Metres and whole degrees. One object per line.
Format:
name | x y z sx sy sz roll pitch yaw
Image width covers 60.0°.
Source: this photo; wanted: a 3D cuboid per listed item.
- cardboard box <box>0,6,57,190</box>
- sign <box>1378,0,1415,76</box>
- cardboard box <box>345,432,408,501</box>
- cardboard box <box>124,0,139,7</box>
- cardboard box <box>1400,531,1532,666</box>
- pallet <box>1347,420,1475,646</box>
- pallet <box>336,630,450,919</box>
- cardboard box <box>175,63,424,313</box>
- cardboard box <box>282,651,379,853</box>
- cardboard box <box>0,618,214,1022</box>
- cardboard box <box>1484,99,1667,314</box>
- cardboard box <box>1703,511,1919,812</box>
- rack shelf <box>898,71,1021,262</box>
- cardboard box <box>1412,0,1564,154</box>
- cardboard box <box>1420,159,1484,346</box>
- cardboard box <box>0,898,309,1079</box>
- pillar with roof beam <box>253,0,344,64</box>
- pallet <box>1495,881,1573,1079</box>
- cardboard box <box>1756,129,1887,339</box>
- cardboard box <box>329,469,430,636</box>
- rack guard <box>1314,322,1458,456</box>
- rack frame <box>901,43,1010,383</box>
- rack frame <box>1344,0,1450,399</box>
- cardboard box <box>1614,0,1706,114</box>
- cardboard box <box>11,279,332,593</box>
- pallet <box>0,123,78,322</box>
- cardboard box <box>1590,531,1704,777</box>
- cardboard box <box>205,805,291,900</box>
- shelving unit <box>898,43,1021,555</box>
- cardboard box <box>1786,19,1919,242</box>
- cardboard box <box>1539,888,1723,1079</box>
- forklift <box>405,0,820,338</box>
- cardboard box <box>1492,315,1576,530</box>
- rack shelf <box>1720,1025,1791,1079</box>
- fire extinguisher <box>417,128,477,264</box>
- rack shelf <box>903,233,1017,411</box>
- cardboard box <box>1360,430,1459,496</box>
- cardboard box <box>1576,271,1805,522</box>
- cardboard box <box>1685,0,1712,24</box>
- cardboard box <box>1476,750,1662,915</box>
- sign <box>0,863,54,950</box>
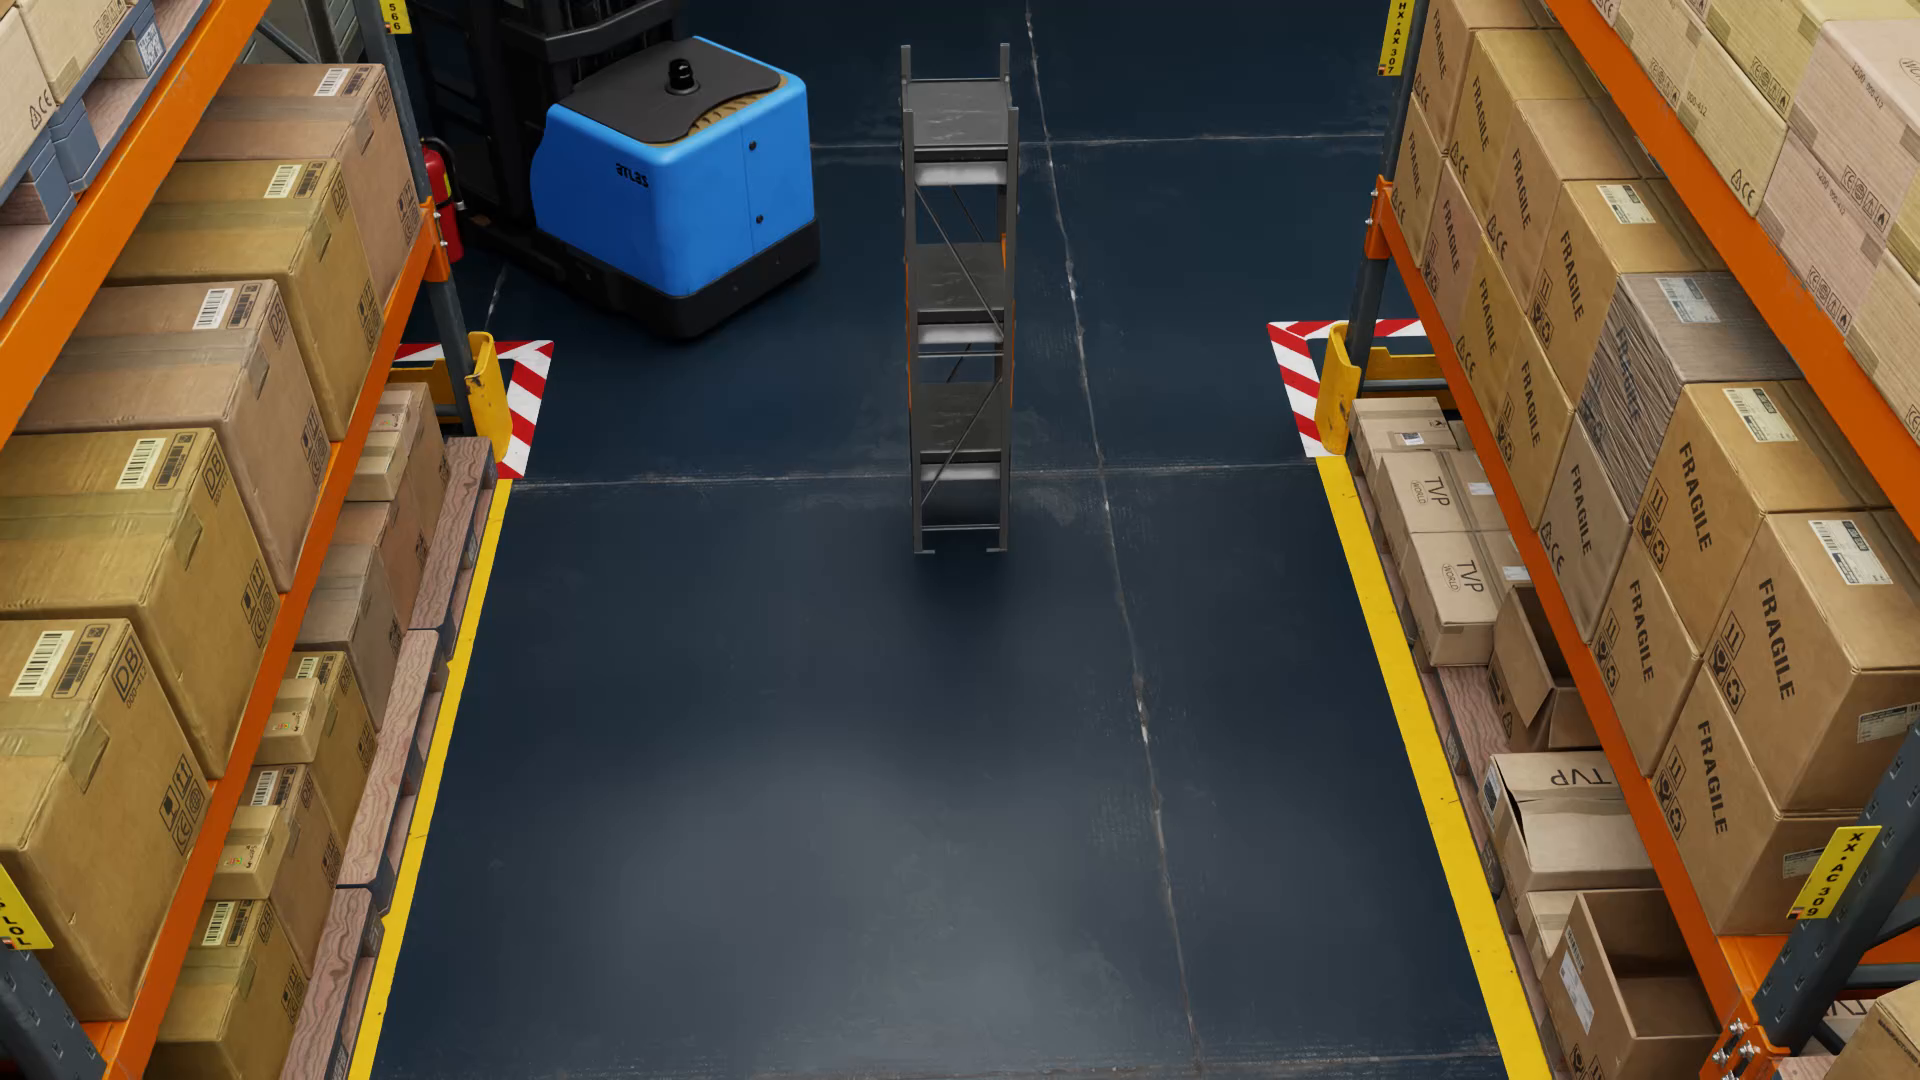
cardboard box | -2.288 -0.895 3.512 0.500 0.250 0.500 -2 43 -3
sign | 1.722 -1.982 6.552 0.100 0.325 0.005 -2 43 -2
cardboard box | -2.356 -0.283 6.398 0.380 0.149 0.250 -1 43 -1
cardboard box | -2.338 -1.587 4.268 0.500 0.250 0.500 -3 43 -3
cardboard box | 2.047 0.223 6.496 0.500 0.250 0.500 -2 43 -2
pallet | 2.303 -0.061 7.161 1.003 0.211 1.213 -2 43 -2
pallet | -2.524 0.853 6.163 1.003 0.211 1.213 -2 43 -2
cardboard box | -2.653 -1.301 6.227 0.980 0.700 0.700 0 43 0
cardboard box | -2.482 0.739 5.763 0.700 0.500 0.500 -1 43 -1
cardboard box | -2.521 0.689 4.057 0.980 0.700 0.700 -1 43 -1
cardboard box | 2.066 -1.087 5.402 0.500 0.500 0.500 -1 43 -1
cardboard box | 2.154 0.282 3.909 0.500 0.500 0.500 -1 43 -2
rack shelf | -0.007 -1.392 6.199 0.431 0.518 0.480 -2 43 -2
cardboard box | 2.020 -1.777 6.155 0.500 0.500 0.500 0 43 0
cardboard box | 2.047 -1.061 6.113 0.500 0.500 0.500 -2 43 -2
cardboard box | -2.444 1.425 5.015 0.700 0.500 0.500 -1 43 -1
pillar with roof beam | 0.638 -5.667 6.773 9.100 9.000 0.400 -2 43 -2
pallet | 2.406 1.586 5.364 1.003 0.211 1.213 -2 43 -2
cardboard box | 2.137 -0.688 3.671 0.500 0.250 0.500 -2 43 -2
cardboard box | -2.534 0.040 6.526 0.700 0.500 0.500 -2 43 -2
rack guard | 2.268 -0.706 7.651 1.175 0.500 0.348 -2 43 -2
rack frame | -0.017 -1.051 6.842 0.400 2.100 0.015 -2 43 -2
rack frame | 2.264 -1.679 6.862 1.000 3.000 0.127 -2 43 -2
cardboard box | 2.091 -1.363 4.408 0.500 0.250 0.500 -2 43 -2
cardboard box | -2.588 -0.295 5.130 0.980 0.700 0.700 -4 43 -4
pallet | -2.539 -0.460 3.377 1.003 0.211 1.213 -2 43 -2
cardboard box | 2.133 0.306 4.622 0.500 0.500 0.500 -1 43 -1
cardboard box | -2.276 0.949 5.053 0.380 0.149 0.250 0 43 0
shelving unit | -0.007 -0.886 6.662 0.431 2.100 0.503 -2 43 -2
cardboard box | 2.125 -0.872 3.502 0.500 0.250 0.500 -2 43 -2
cardboard box | 2.127 1.404 5.023 0.500 0.500 0.500 -2 43 -2
forklift | -2.200 -2.917 8.263 3.031 2.935 1.130 29 50 28
cardboard box | 2.085 -0.384 5.375 0.500 0.500 0.500 -1 43 -1
rack shelf | 2.519 2.637 2.686 1.077 0.370 4.000 -2 43 -2
fire extinguisher | -2.230 -1.483 6.982 0.296 0.674 0.183 -2 43 -2
rack shelf | -0.007 -0.876 6.672 0.431 0.518 0.480 -2 43 -2
cardboard box | 1.950 -0.335 7.167 0.380 0.166 0.250 -2 43 -2
cardboard box | 2.109 -0.404 4.657 0.500 0.500 0.500 -1 43 -1
cardboard box | 2.085 -1.547 4.239 0.500 0.250 0.500 -2 43 -2
cardboard box | 2.095 0.968 5.639 0.500 0.311 0.500 -2 43 -2
sign | -1.973 0.746 3.418 0.100 0.325 0.005 -2 43 -2
